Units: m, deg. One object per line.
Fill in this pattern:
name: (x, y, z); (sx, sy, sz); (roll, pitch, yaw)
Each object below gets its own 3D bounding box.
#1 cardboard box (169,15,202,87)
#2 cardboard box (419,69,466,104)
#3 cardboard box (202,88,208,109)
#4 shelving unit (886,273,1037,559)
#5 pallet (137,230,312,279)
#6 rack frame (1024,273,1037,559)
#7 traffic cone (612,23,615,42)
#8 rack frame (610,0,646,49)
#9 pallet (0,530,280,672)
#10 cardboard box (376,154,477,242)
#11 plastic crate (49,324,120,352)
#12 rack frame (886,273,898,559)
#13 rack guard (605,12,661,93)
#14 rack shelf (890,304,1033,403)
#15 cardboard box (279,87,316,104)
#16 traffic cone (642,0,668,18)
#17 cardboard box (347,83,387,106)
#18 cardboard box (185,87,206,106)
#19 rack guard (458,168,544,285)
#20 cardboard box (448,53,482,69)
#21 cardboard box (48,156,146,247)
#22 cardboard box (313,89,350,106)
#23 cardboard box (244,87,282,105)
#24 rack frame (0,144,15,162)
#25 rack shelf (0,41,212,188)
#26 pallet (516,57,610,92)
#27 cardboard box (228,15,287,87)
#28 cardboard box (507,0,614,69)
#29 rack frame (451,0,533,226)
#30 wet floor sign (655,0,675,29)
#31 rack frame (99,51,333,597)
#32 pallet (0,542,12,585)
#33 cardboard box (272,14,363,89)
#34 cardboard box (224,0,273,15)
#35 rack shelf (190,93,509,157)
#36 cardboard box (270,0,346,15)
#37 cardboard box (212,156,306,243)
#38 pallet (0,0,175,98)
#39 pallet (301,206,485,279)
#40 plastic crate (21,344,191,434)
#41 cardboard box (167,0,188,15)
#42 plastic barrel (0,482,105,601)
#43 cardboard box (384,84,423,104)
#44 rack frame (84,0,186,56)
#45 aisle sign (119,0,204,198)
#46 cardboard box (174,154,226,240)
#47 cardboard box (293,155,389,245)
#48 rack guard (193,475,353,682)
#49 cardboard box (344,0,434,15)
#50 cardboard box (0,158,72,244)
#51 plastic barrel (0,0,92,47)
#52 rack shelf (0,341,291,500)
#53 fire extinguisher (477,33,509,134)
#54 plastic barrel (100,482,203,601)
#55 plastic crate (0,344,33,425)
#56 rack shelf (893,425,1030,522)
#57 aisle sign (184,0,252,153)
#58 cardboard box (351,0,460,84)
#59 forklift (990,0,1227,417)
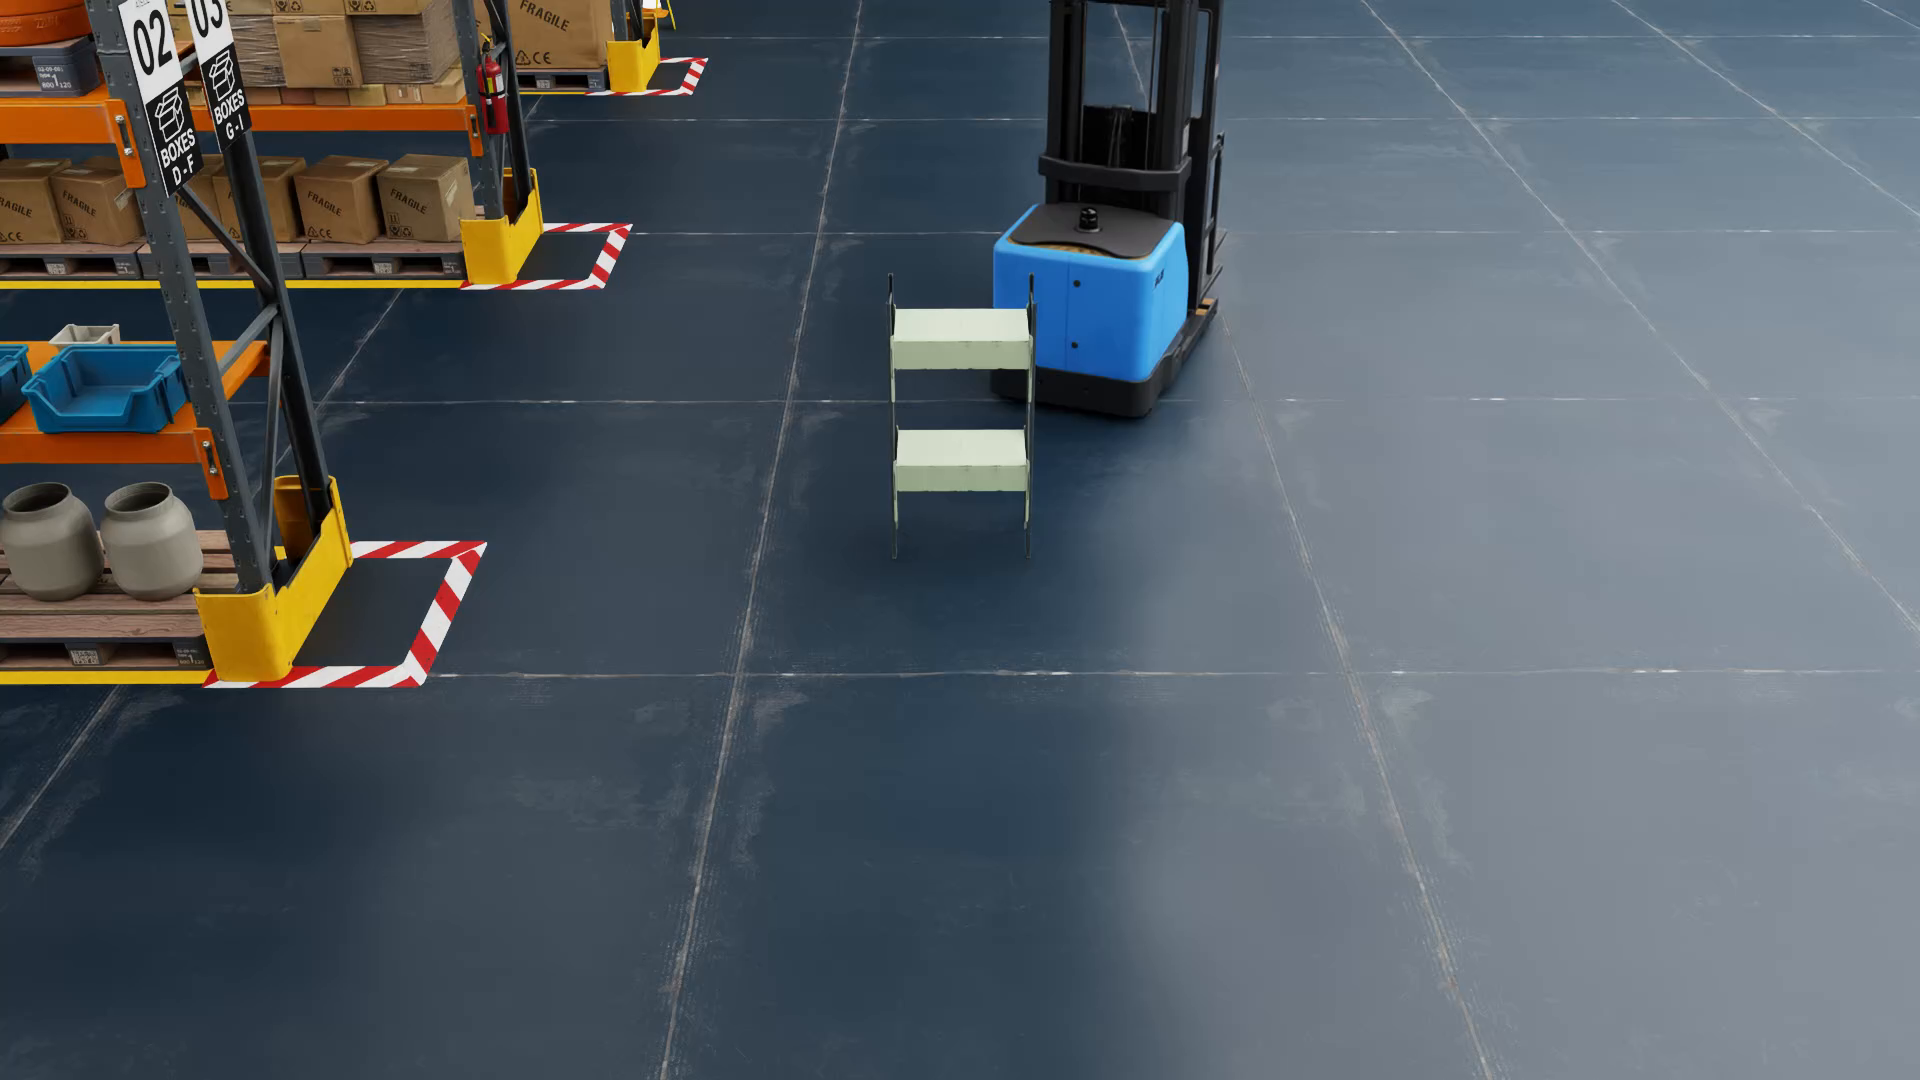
cardboard box: (-5.479, -3.632, 11.961); (0.500, 0.500, 0.875); (0, 31, 0)
cardboard box: (-3.713, -3.272, 11.994); (0.250, 0.149, 0.380); (0, 31, 0)
cardboard box: (-5.212, -3.213, 11.896); (0.250, 0.149, 0.380); (0, 31, 0)
shelving unit: (0.007, -0.641, 8.861); (0.755, 1.500, 0.431); (0, 31, 0)
pallet: (-5.535, -2.309, 12.852); (1.213, 0.211, 1.003); (0, 31, 0)
rack frame: (0.373, -0.642, 8.863); (0.023, 1.500, 0.400); (0, 31, 0)
traffic cone: (-3.897, -5.711, 18.217); (0.334, 0.463, 0.336); (0, 31, 0)
rack frame: (-3.358, -6.061, 16.348); (0.127, 3.000, 1.000); (0, 31, 0)
pallet: (-4.287, 0.298, 8.555); (1.213, 0.211, 1.003); (0, 31, 0)
cardboard box: (-4.054, -2.605, 12.657); (0.500, 0.500, 0.500); (5, 32, 9)
plastic crate: (-4.296, -0.970, 8.211); (0.250, 0.136, 0.298); (0, 31, 0)
rack frame: (-0.359, -0.640, 8.859); (0.023, 1.500, 0.400); (0, 31, 0)
rack guard: (-3.334, -4.992, 16.996); (0.348, 0.500, 1.175); (0, 31, 0)
rack shelf: (0.007, -0.975, 8.659); (0.720, 0.370, 0.431); (0, 31, 0)
cardboard box: (-4.713, -3.272, 11.994); (0.250, 0.149, 0.380); (0, 31, 0)
traffic cone: (-3.564, -6.298, 19.185); (0.334, 0.463, 0.336); (0, 31, 0)
cardboard box: (-4.212, -3.244, 11.948); (0.250, 0.149, 0.380); (0, 31, 0)
cardboard box: (-5.463, -3.249, 11.955); (0.250, 0.149, 0.380); (0, 31, 0)
rack guard: (-3.505, -2.419, 12.755); (0.348, 0.500, 1.175); (0, 31, 0)
cardboard box: (-3.715, -3.503, 12.374); (0.250, 0.149, 0.380); (0, 31, 0)
cardboard box: (-6.456, -2.572, 12.603); (0.500, 0.500, 0.500); (10, 33, 15)
cardboard box: (-4.463, -3.252, 11.960); (0.250, 0.149, 0.380); (0, 31, 0)
cardboard box: (-4.963, -3.260, 11.974); (0.250, 0.149, 0.380); (0, 31, 0)
rack frame: (-7.429, -3.475, 12.086); (0.127, 3.000, 1.000); (0, 31, 0)
rack shelf: (-5.399, -1.887, 7.271); (4.000, 0.370, 1.077); (0, 31, 0)
pallet: (-4.157, -4.826, 17.000); (1.213, 0.211, 1.003); (0, 31, 0)
cardboard box: (-4.979, -3.627, 11.954); (0.500, 0.500, 0.875); (0, 31, 0)
cardboard box: (-4.036, -5.296, 16.730); (0.875, 0.875, 0.875); (0, 31, 0)
rack frame: (-3.429, -3.488, 12.107); (0.127, 3.000, 1.000); (0, 31, 0)
wet floor sign: (-3.341, -6.082, 18.651); (0.232, 0.644, 0.267); (-5, 32, -9)
rack frame: (-3.399, -0.919, 7.872); (0.127, 3.000, 1.000); (0, 31, 0)
pallet: (-5.504, 0.300, 8.552); (1.213, 0.211, 1.003); (0, 31, 0)
cardboard box: (-4.478, -3.606, 11.919); (0.500, 0.500, 0.875); (0, 31, 0)
cardboard box: (-4.977, -3.951, 11.522); (0.500, 0.500, 0.500); (0, 31, 0)
rack shelf: (-5.429, -3.174, 12.283); (4.000, 0.370, 1.077); (0, 31, 0)
cardboard box: (-4.477, -3.951, 11.523); (0.500, 0.500, 0.500); (0, 31, 0)
cardboard box: (-5.277, -2.594, 12.638); (0.500, 0.500, 0.500); (3, 31, 4)
pallet: (-4.227, -2.168, 7.223); (1.213, 0.211, 1.003); (0, 31, 0)
pallet: (-4.318, -2.311, 12.856); (1.213, 0.211, 1.003); (0, 31, 0)
plastic crate: (-3.898, -0.698, 7.653); (0.616, 0.251, 0.499); (0, 31, 0)
cardboard box: (-5.478, -3.953, 11.527); (0.500, 0.500, 0.500); (0, 31, 0)
plastic barrel: (-4.558, 0.009, 8.337); (0.421, 0.512, 0.421); (0, 31, 0)
cardboard box: (-3.963, -3.272, 11.993); (0.250, 0.149, 0.380); (0, 31, 0)
rack frame: (-3.399, -3.483, 6.316); (0.127, 3.000, 1.000); (0, 31, 0)
aisle sign: (-3.325, -1.876, 6.944); (0.004, 0.787, 0.394); (0, 31, 0)
cardboard box: (-5.836, -2.615, 12.673); (0.500, 0.500, 0.500); (-3, 31, -5)
cardboard box: (-4.651, -2.586, 12.625); (0.500, 0.500, 0.500); (8, 32, 13)
rack guard: (-3.475, 0.175, 8.480); (0.348, 0.500, 1.175); (0, 31, 0)
cardboard box: (-3.978, -3.955, 11.530); (0.500, 0.500, 0.500); (0, 31, 0)
cardboard box: (-7.029, -2.567, 12.594); (0.500, 0.500, 0.500); (-1, 31, -2)
plastic barrel: (-3.884, -2.497, 6.763); (0.708, 0.830, 0.600); (0, 31, 0)
rack shelf: (-5.399, -0.605, 8.049); (4.000, 0.370, 1.077); (0, 31, 0)
fire extinguisher: (-3.312, -3.216, 11.734); (0.183, 0.674, 0.296); (0, 31, 0)
plastic barrel: (-4.057, 0.007, 8.340); (0.421, 0.512, 0.421); (0, 31, 0)
plastic crate: (-4.547, -0.699, 7.654); (0.408, 0.251, 0.499); (0, 31, 0)
rack shelf: (0.007, -0.363, 9.030); (0.720, 0.370, 0.431); (0, 31, 0)
aisle sign: (-3.329, -2.182, 7.449); (0.004, 0.787, 0.394); (0, 31, 0)
cardboard box: (-3.979, -3.670, 12.024); (0.500, 0.500, 0.875); (0, 31, 0)
forklift: (1.189, -2.774, 10.996); (1.130, 2.935, 3.031); (11, 33, 18)
